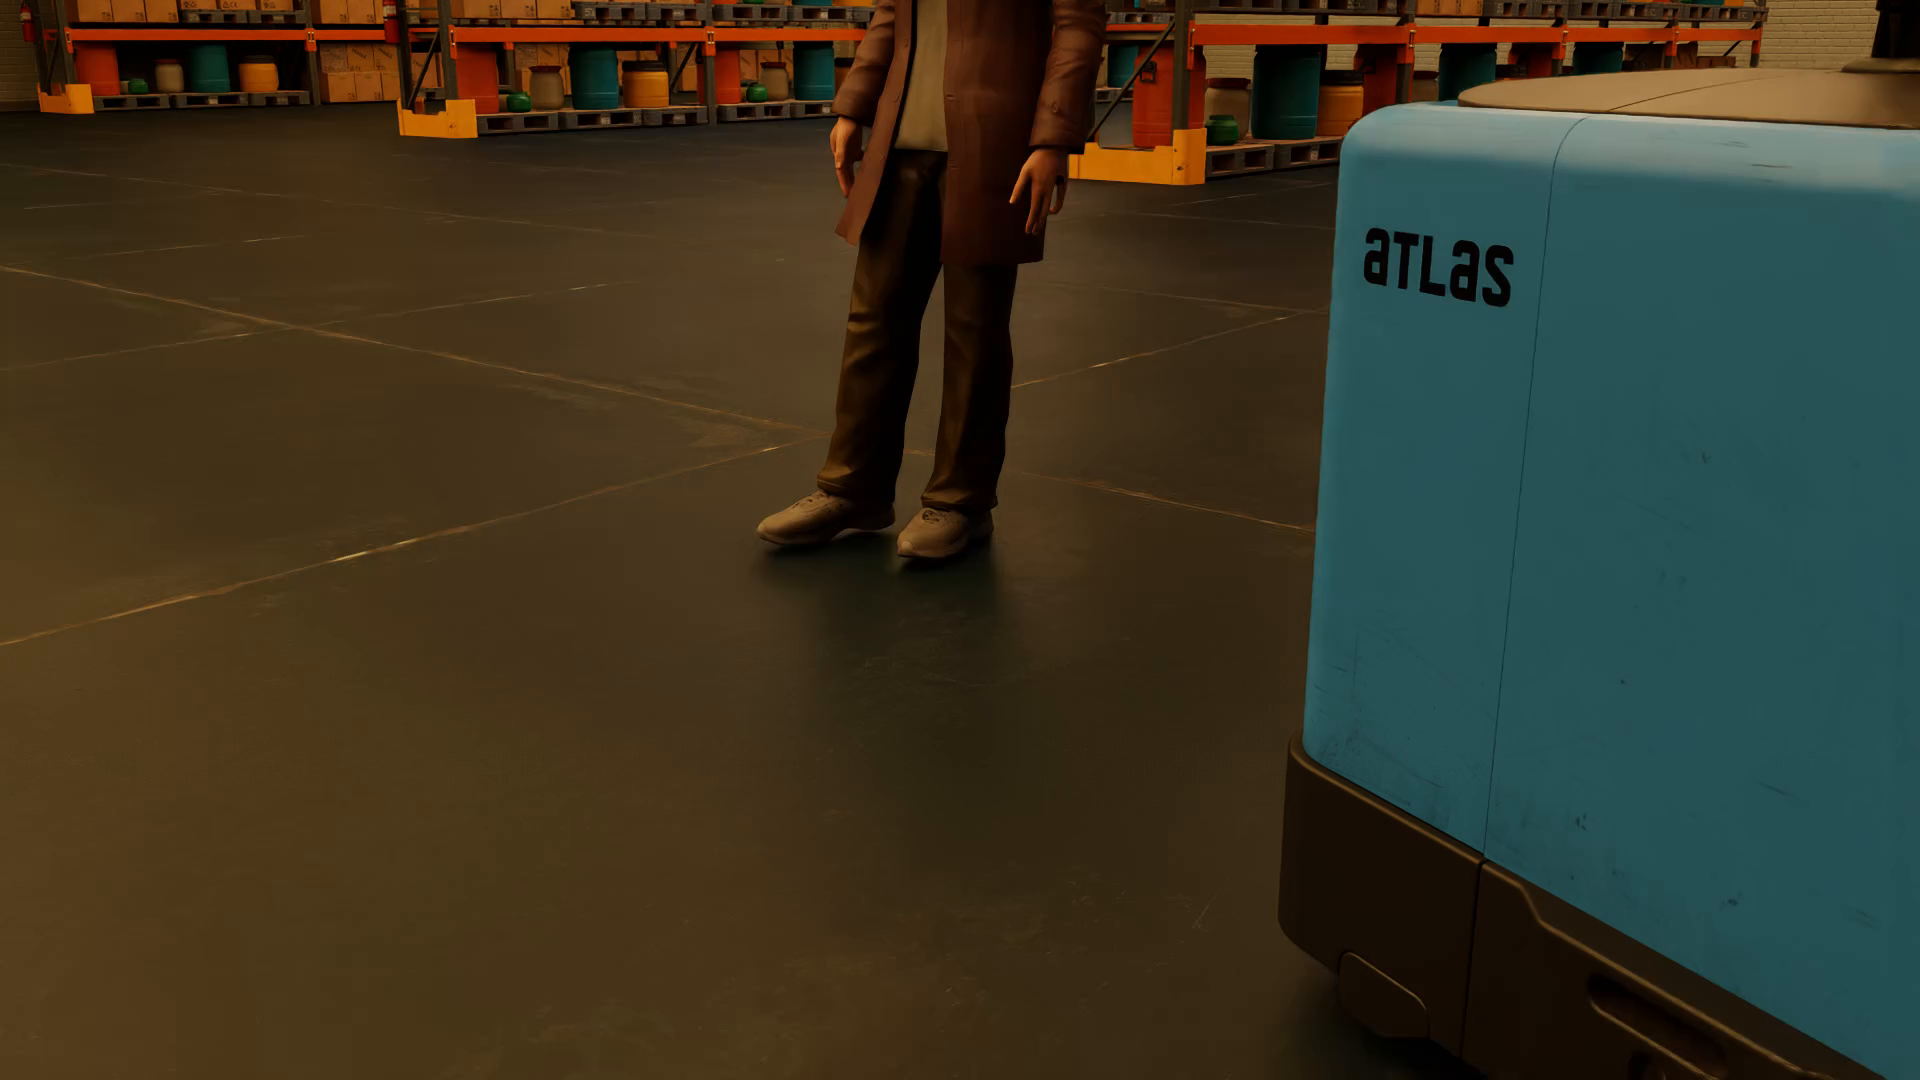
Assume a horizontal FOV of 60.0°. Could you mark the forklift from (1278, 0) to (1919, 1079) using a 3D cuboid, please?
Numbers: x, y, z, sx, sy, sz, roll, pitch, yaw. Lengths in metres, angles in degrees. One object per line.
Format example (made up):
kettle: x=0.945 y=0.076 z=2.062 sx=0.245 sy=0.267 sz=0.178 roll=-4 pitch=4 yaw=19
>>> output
forklift: x=1.556 y=-0.549 z=0.706 sx=1.130 sy=2.935 sz=3.031 roll=-9 pitch=19 yaw=-28

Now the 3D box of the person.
person: x=-0.062 y=-0.837 z=3.616 sx=0.696 sy=1.778 sz=0.579 roll=13 pitch=21 yaw=37
